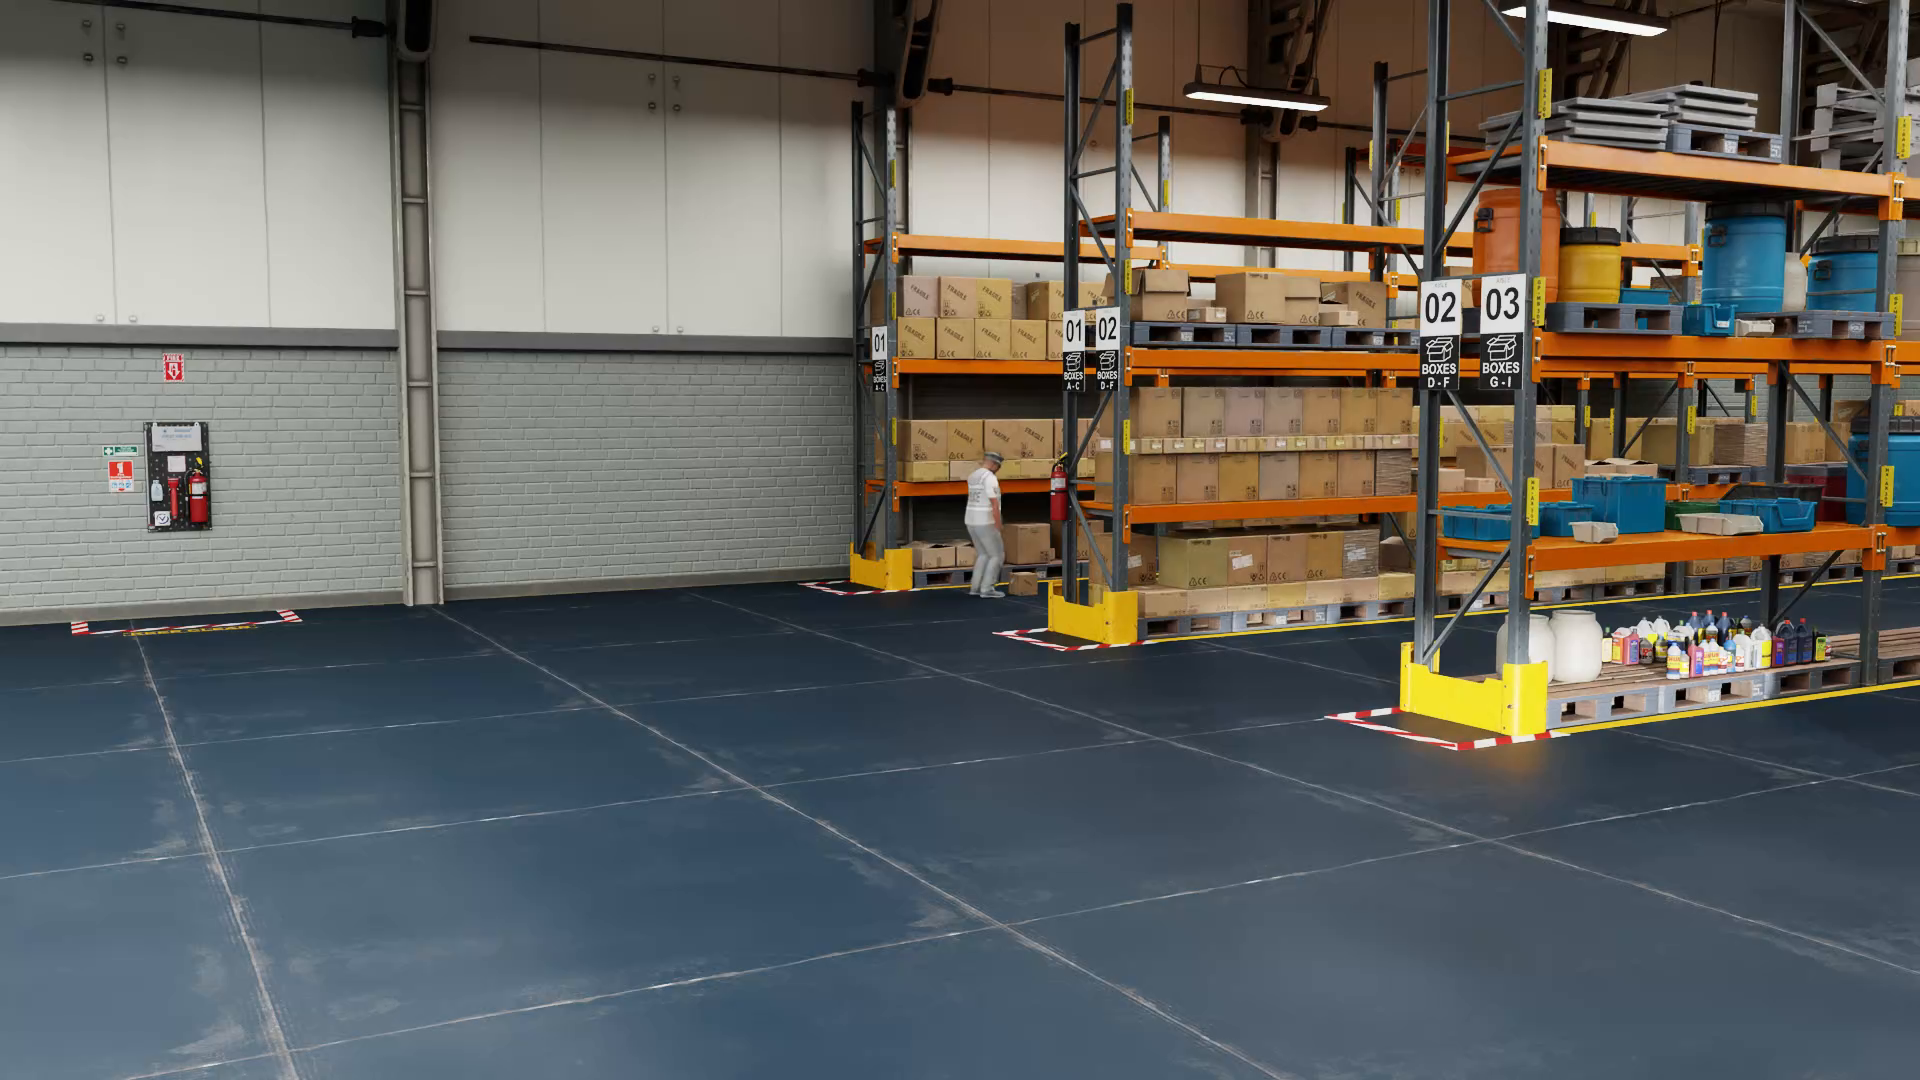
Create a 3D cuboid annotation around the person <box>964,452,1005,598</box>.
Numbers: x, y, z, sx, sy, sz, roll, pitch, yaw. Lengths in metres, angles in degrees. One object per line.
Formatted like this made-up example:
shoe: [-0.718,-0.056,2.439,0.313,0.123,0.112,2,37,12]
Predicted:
person: [0.298,-0.178,19.570,0.475,1.710,0.554,-3,6,-27]
